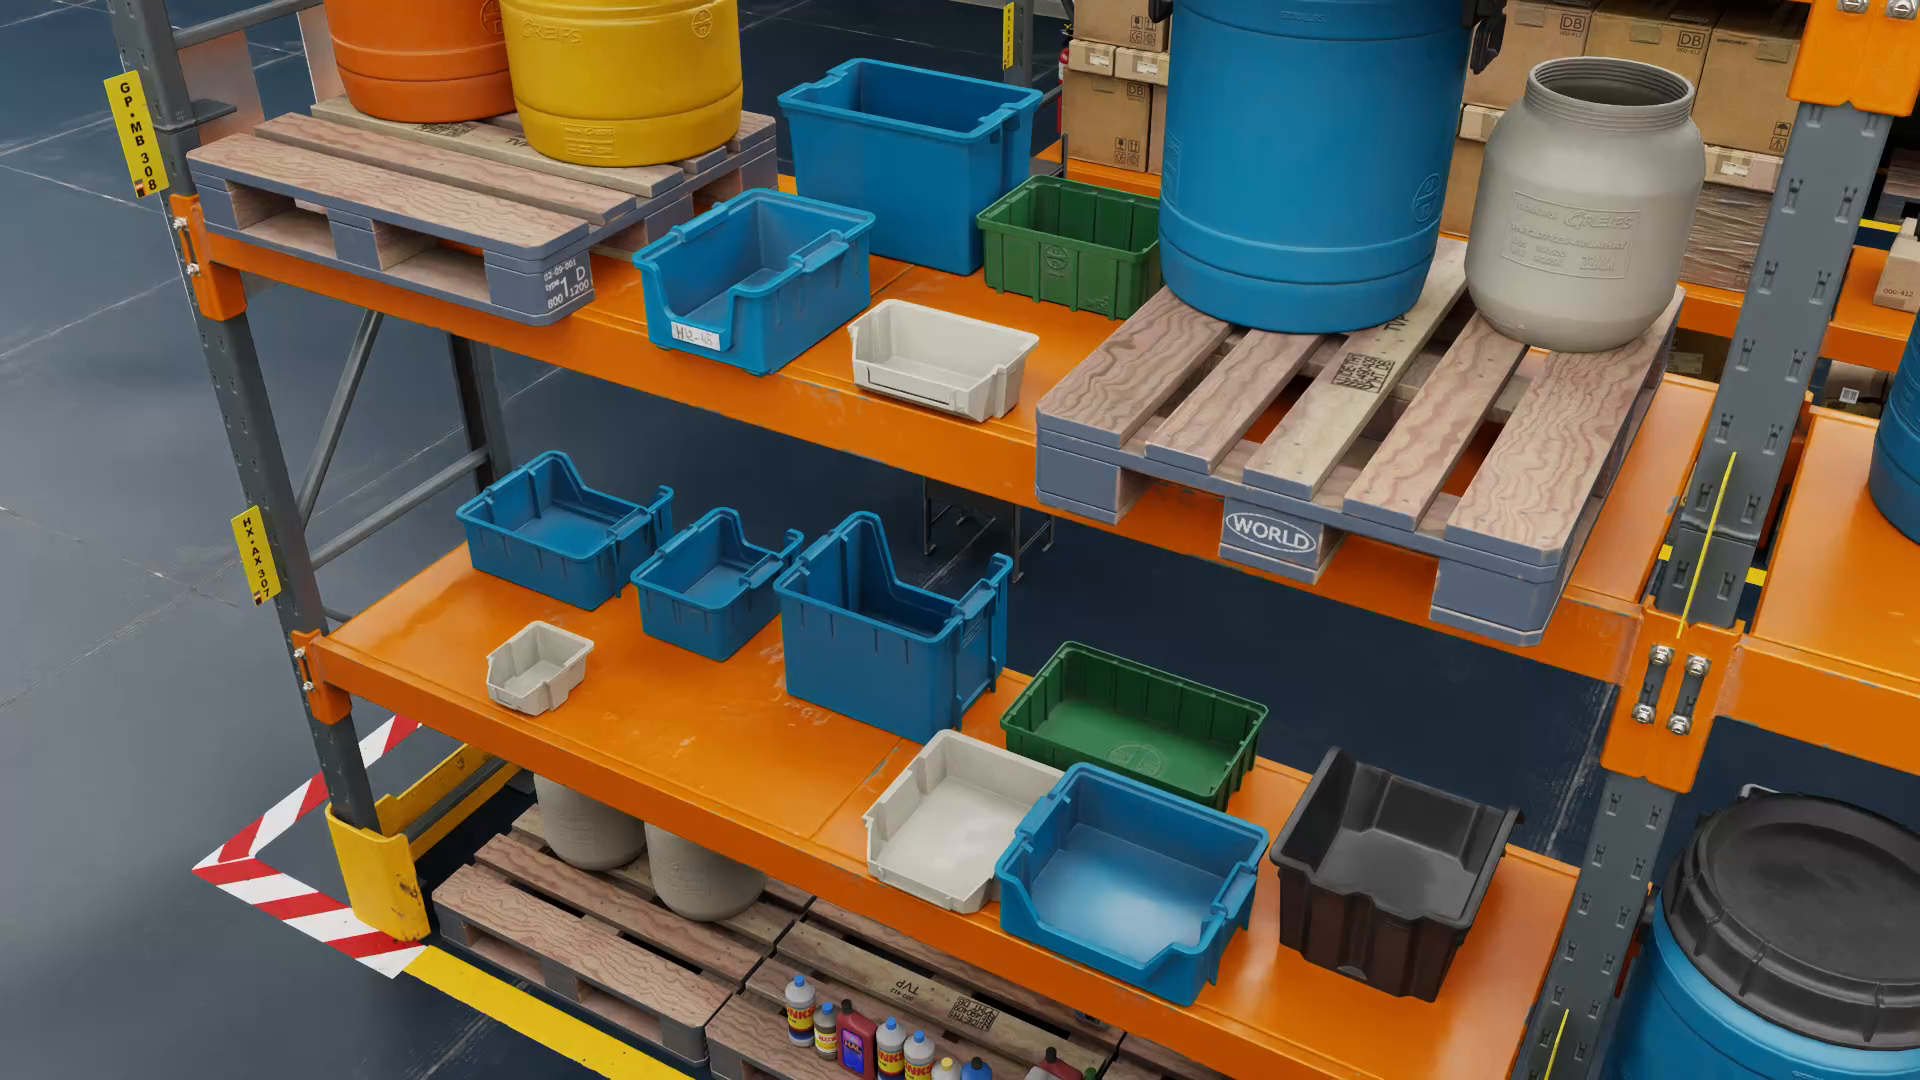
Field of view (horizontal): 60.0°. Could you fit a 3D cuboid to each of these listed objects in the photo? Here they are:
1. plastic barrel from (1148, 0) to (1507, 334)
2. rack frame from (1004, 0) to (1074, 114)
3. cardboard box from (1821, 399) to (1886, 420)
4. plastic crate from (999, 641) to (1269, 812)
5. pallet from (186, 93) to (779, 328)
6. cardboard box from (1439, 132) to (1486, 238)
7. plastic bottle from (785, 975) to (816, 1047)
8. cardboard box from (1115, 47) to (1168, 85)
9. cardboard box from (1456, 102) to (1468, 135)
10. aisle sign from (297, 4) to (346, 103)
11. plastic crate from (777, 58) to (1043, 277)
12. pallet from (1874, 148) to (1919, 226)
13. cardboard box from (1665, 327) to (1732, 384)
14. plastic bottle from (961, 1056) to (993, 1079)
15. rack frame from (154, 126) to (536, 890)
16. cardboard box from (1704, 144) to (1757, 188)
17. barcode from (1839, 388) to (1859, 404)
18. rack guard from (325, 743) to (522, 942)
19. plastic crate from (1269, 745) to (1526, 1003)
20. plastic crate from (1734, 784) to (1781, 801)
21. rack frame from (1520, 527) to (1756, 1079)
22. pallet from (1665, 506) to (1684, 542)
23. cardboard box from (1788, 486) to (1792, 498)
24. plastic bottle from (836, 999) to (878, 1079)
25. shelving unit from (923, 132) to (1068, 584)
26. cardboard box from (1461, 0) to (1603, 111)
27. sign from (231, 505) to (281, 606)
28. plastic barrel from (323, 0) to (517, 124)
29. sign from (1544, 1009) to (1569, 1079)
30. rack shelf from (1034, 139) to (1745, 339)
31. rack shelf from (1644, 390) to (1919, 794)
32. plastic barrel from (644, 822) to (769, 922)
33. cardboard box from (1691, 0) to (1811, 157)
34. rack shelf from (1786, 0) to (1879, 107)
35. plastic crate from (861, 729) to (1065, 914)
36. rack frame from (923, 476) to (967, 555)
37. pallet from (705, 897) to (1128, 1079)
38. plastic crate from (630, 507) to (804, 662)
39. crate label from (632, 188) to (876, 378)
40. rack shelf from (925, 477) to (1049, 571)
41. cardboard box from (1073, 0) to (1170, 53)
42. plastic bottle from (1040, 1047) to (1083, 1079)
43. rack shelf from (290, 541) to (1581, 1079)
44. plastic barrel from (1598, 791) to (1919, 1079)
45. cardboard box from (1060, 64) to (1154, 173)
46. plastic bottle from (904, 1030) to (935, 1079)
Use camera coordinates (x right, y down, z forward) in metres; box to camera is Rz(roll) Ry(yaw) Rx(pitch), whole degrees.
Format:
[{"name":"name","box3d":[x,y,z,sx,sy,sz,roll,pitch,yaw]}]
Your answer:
[{"name":"plastic barrel","box3d":[0.732,-0.955,3.440,0.708,0.901,0.600,18,37,24]},{"name":"rack frame","box3d":[0.531,-2.480,9.268,0.127,3.000,1.000,18,37,24]},{"name":"cardboard box","box3d":[4.239,-0.410,7.756,0.500,0.311,0.500,18,38,25]},{"name":"plastic crate","box3d":[0.505,0.582,4.861,0.662,0.188,0.450,18,37,24]},{"name":"pallet","box3d":[-1.260,-0.993,4.499,1.213,0.211,1.003,18,37,24]},{"name":"cardboard box","box3d":[2.721,-1.822,8.190,0.500,0.500,0.700,18,38,25]},{"name":"plastic bottle","box3d":[-0.510,1.504,5.350,0.097,0.271,0.097,0,34,0]},{"name":"cardboard box","box3d":[0.996,-2.509,8.636,0.250,0.149,0.380,17,37,23]},{"name":"cardboard box","box3d":[2.328,-2.085,7.999,0.250,0.149,0.380,19,38,26]},{"name":"aisle sign","box3d":[-1.845,-1.342,5.214,0.004,0.787,0.394,18,37,24]},{"name":"plastic crate","box3d":[-0.125,-0.960,4.293,0.575,0.384,0.392,18,37,24]},{"name":"pallet","box3d":[7.136,-2.391,11.650,1.213,0.211,1.003,18,37,24]},{"name":"cardboard box","box3d":[3.757,-1.001,8.472,0.500,0.500,0.500,18,37,24]},{"name":"plastic bottle","box3d":[0.050,1.681,5.084,0.097,0.271,0.097,0,34,0]},{"name":"rack frame","box3d":[-1.930,-0.097,5.690,0.127,3.000,1.000,18,37,24]},{"name":"cardboard box","box3d":[3.448,-1.732,7.470,0.250,0.149,0.380,17,37,23]},{"name":"barcode","box3d":[4.019,-0.652,7.515,0.075,0.075,0.001,18,37,24]},{"name":"rack guard","box3d":[-1.840,0.941,6.385,0.348,0.500,1.175,18,37,24]},{"name":"plastic crate","box3d":[1.152,0.823,4.363,0.504,0.338,0.767,18,37,24]},{"name":"plastic crate","box3d":[2.115,0.962,4.041,0.583,0.464,0.402,18,37,24]},{"name":"rack frame","box3d":[1.543,1.003,4.038,0.127,3.000,1.000,18,37,24]},{"name":"pallet","box3d":[3.335,-0.458,8.748,1.213,0.211,1.003,18,37,24]},{"name":"cardboard box","box3d":[4.231,-0.180,7.916,0.500,0.250,0.500,17,37,23]},{"name":"plastic bottle","box3d":[-0.323,1.570,5.240,0.133,0.283,0.061,18,38,25]},{"name":"shelving unit","box3d":[0.144,-0.828,7.600,0.503,2.100,0.431,18,37,24]},{"name":"cardboard box","box3d":[2.742,-2.357,7.823,0.500,0.500,0.700,18,37,24]},{"name":"sign","box3d":[-2.206,0.051,5.218,0.005,0.325,0.100,18,37,24]},{"name":"plastic barrel","box3d":[-1.445,-1.627,4.514,0.708,0.830,0.600,18,37,24]},{"name":"sign","box3d":[1.261,1.149,3.568,0.005,0.325,0.100,18,37,24]},{"name":"rack shelf","box3d":[2.268,-1.631,8.641,4.000,0.370,1.077,18,37,24]},{"name":"rack shelf","box3d":[3.280,0.604,2.580,4.000,0.370,1.077,18,37,24]},{"name":"plastic barrel","box3d":[-0.885,1.045,5.840,0.421,0.512,0.421,0,34,0]},{"name":"cardboard box","box3d":[3.616,-2.081,7.408,0.500,0.500,0.700,18,38,25]},{"name":"rack shelf","box3d":[-0.193,-1.579,3.512,4.000,0.370,1.077,18,37,24]},{"name":"plastic crate","box3d":[0.008,0.788,4.599,0.437,0.136,0.530,18,37,24]},{"name":"rack frame","box3d":[-0.068,-0.896,7.700,0.015,2.100,0.400,18,37,24]},{"name":"pallet","box3d":[-0.083,1.624,5.622,1.213,0.211,1.003,18,37,24]},{"name":"plastic crate","box3d":[-0.786,0.139,5.468,0.408,0.251,0.499,18,37,24]},{"name":"crate label","box3d":[-0.469,-0.610,3.888,0.408,0.251,0.502,18,37,24]},{"name":"rack shelf","box3d":[0.144,-0.234,7.995,0.480,0.518,0.431,18,37,24]},{"name":"cardboard box","box3d":[0.976,-2.913,8.657,0.500,0.500,0.700,18,38,25]},{"name":"plastic bottle","box3d":[0.307,1.672,5.087,0.133,0.283,0.061,18,37,24]},{"name":"rack shelf","box3d":[-0.193,0.752,5.063,4.000,0.370,1.077,18,37,24]},{"name":"plastic barrel","box3d":[1.728,1.046,3.521,0.708,0.901,0.600,18,37,24]},{"name":"cardboard box","box3d":[0.930,-2.387,9.038,0.500,0.500,0.700,18,37,24]},{"name":"plastic bottle","box3d":[-0.126,1.625,5.167,0.097,0.271,0.097,0,34,0]}]
